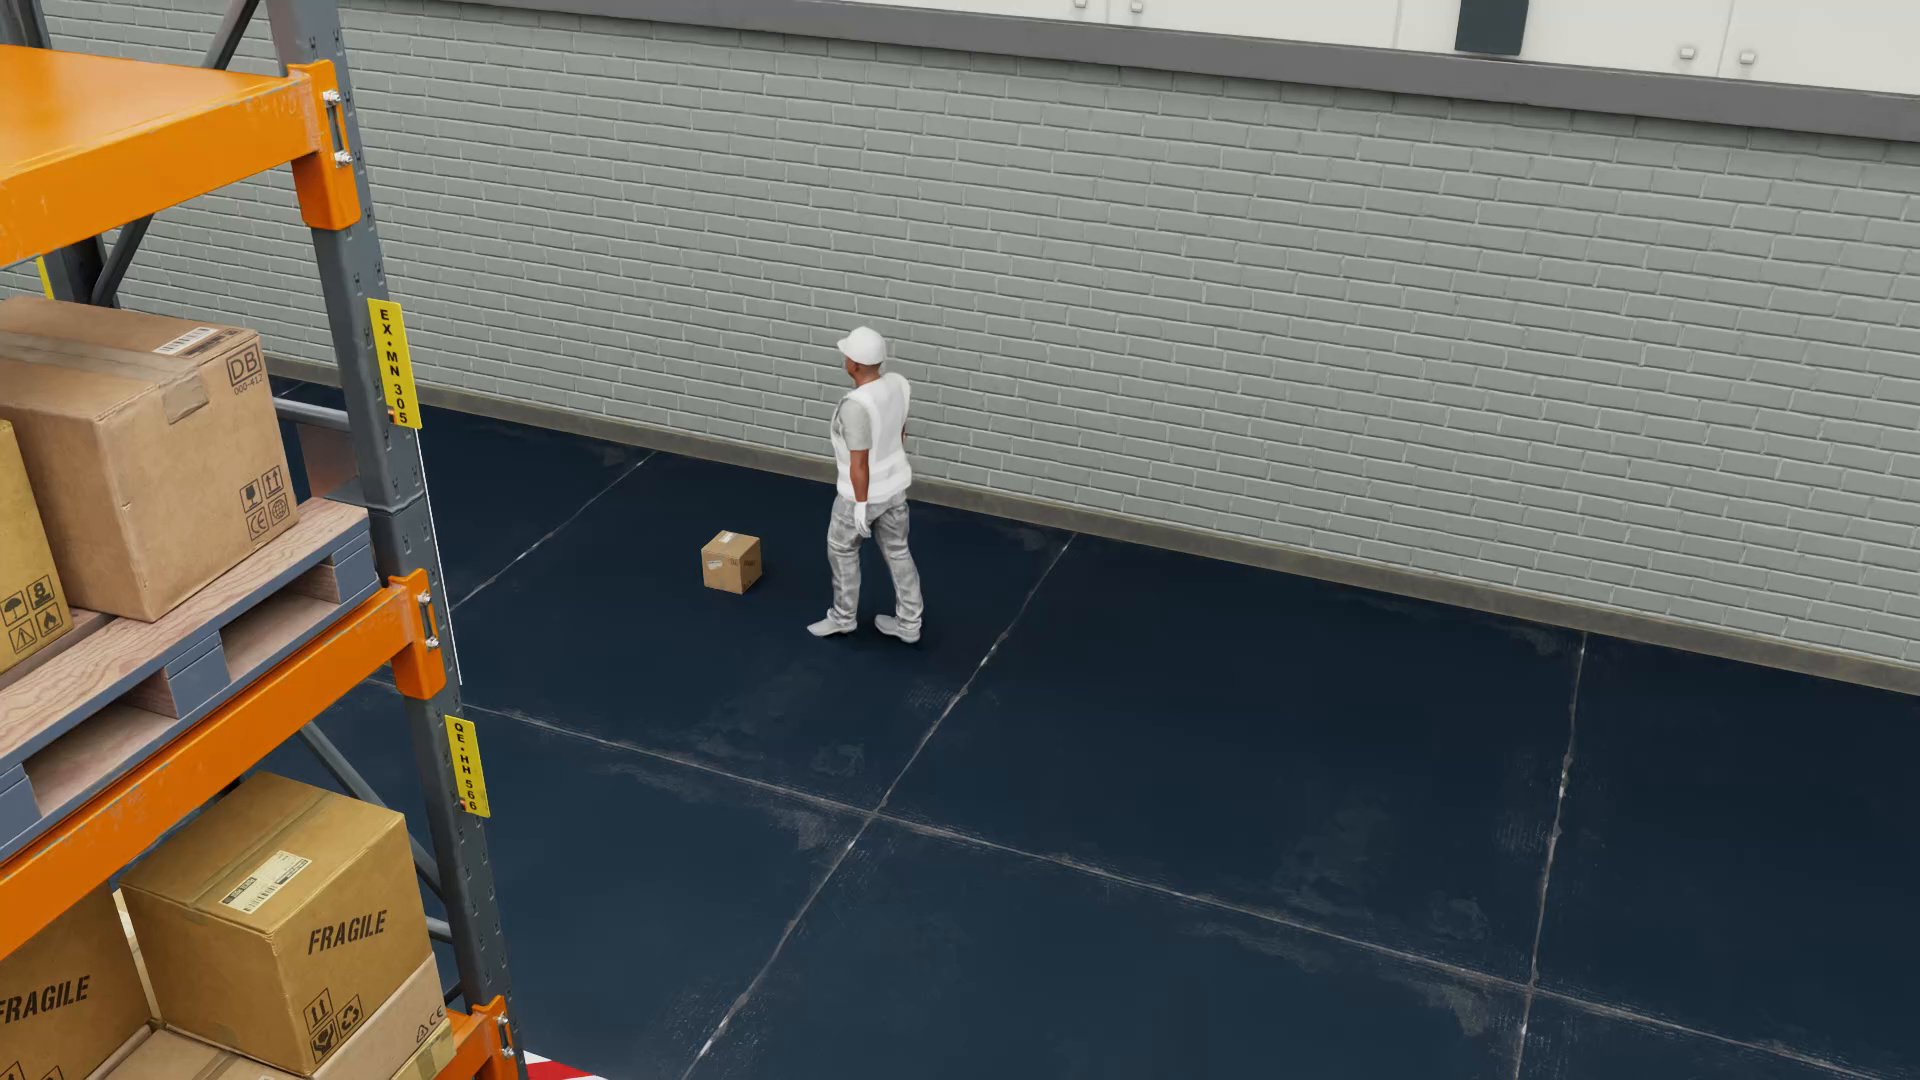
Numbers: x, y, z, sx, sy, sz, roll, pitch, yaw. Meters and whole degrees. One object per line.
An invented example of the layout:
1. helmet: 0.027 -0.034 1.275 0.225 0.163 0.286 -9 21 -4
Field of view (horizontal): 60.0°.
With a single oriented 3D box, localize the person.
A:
1. person: -0.479 -0.271 8.876 0.627 1.823 0.570 20 35 31
